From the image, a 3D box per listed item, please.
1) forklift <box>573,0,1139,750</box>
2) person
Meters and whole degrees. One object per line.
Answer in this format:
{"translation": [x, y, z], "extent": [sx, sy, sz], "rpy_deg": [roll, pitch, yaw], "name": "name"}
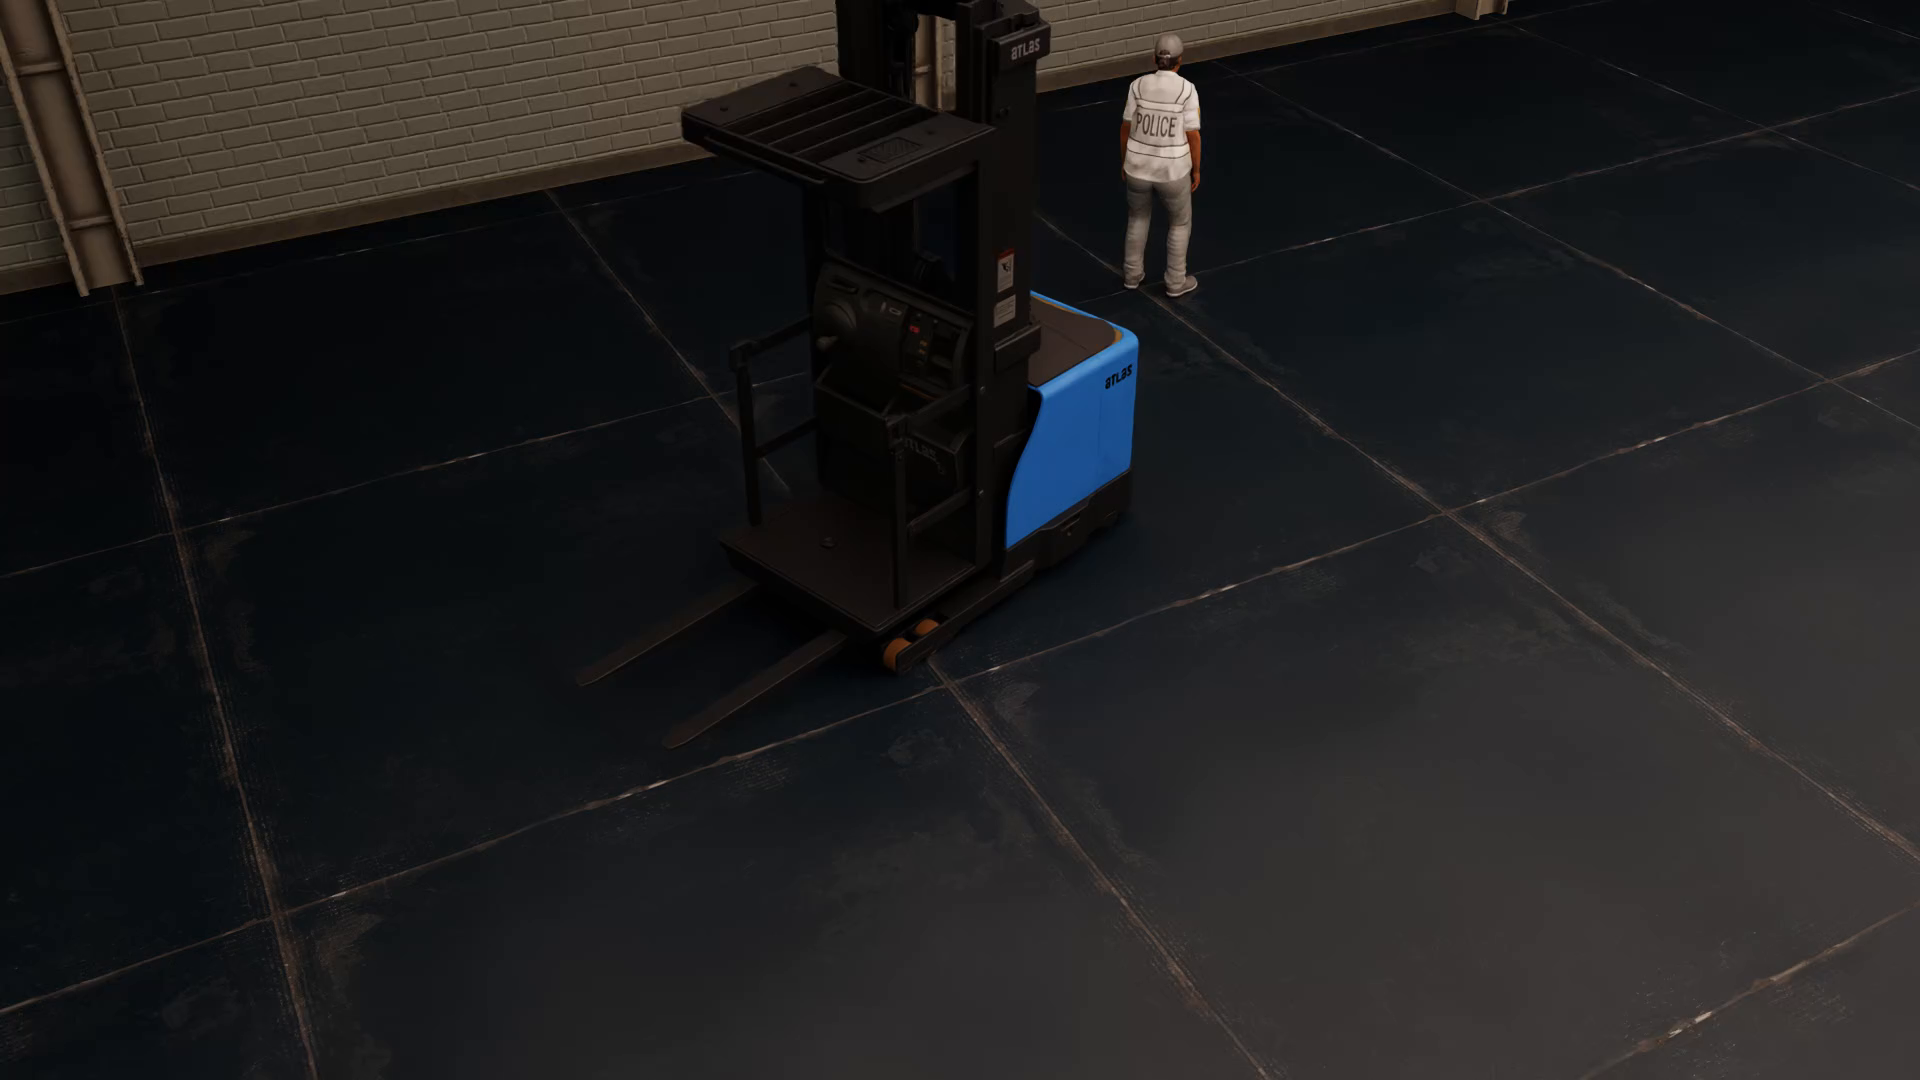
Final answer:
{"translation": [-0.458, -0.904, 7.402], "extent": [1.130, 2.935, 3.031], "rpy_deg": [28, 44, 33], "name": "forklift"}
{"translation": [1.285, -2.366, 10.570], "extent": [0.544, 1.665, 0.469], "rpy_deg": [14, 38, 19], "name": "person"}
